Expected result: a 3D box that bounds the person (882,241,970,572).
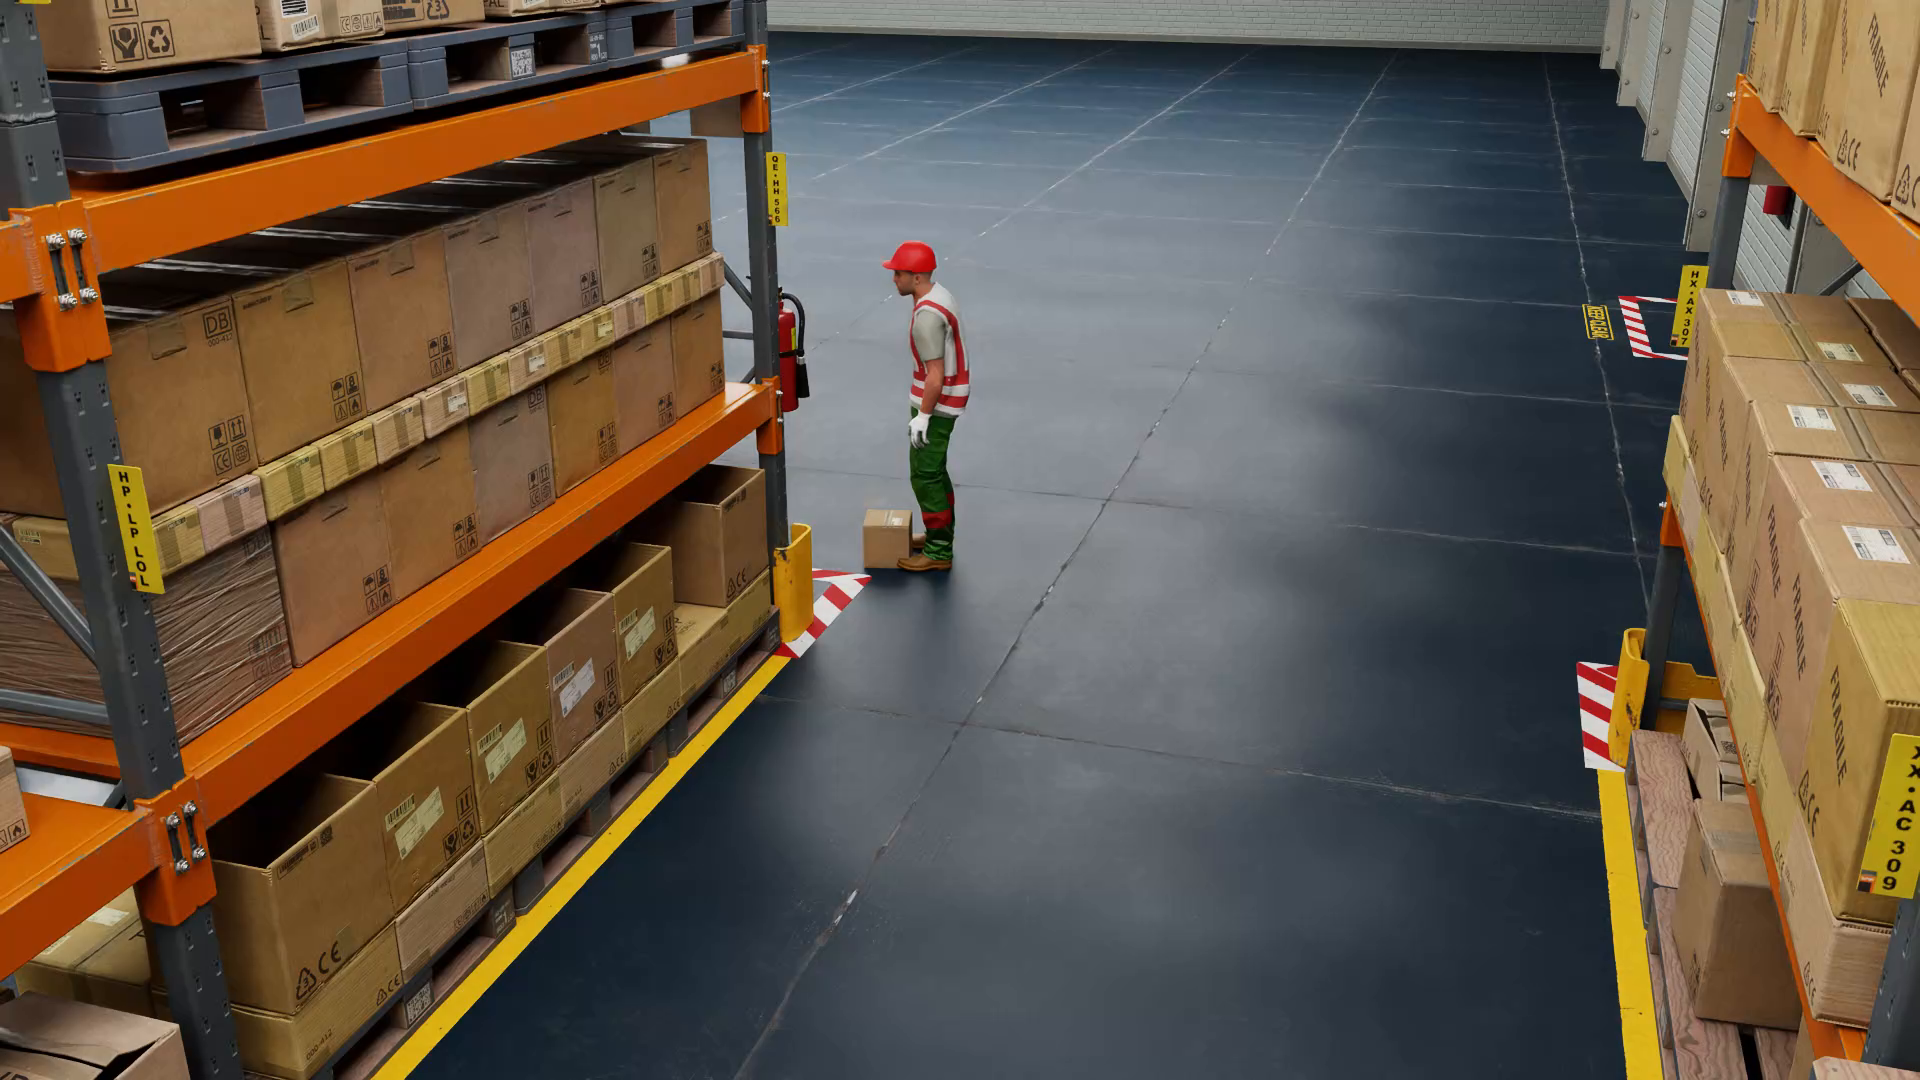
[{"bbox_3d":[-0.174,-0.711,8.850,0.455,1.779,0.619,1,22,3],"label":"person"}]
